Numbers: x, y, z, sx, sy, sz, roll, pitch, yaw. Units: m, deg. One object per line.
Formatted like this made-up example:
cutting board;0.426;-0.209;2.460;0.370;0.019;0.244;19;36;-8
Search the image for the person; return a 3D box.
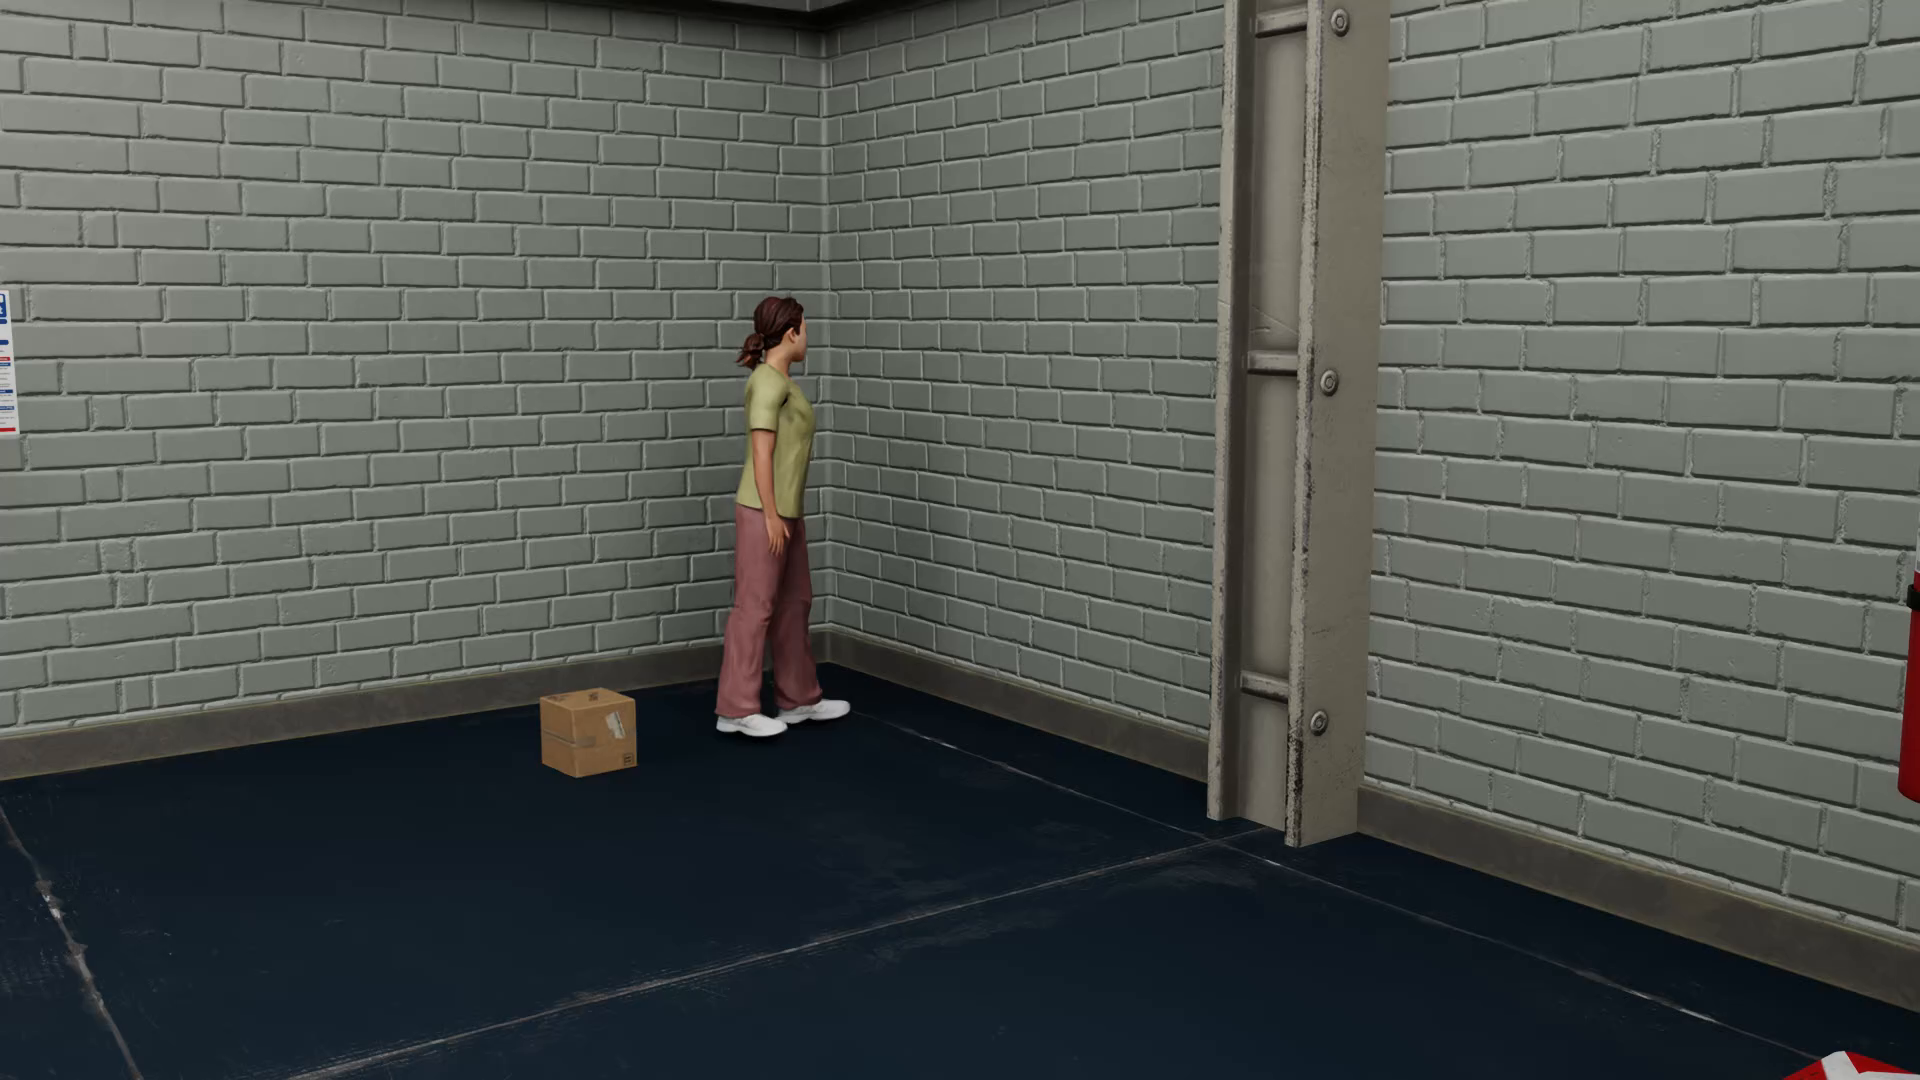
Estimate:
person;-0.693;-0.090;6.379;0.512;1.671;0.461;0;8;-1
